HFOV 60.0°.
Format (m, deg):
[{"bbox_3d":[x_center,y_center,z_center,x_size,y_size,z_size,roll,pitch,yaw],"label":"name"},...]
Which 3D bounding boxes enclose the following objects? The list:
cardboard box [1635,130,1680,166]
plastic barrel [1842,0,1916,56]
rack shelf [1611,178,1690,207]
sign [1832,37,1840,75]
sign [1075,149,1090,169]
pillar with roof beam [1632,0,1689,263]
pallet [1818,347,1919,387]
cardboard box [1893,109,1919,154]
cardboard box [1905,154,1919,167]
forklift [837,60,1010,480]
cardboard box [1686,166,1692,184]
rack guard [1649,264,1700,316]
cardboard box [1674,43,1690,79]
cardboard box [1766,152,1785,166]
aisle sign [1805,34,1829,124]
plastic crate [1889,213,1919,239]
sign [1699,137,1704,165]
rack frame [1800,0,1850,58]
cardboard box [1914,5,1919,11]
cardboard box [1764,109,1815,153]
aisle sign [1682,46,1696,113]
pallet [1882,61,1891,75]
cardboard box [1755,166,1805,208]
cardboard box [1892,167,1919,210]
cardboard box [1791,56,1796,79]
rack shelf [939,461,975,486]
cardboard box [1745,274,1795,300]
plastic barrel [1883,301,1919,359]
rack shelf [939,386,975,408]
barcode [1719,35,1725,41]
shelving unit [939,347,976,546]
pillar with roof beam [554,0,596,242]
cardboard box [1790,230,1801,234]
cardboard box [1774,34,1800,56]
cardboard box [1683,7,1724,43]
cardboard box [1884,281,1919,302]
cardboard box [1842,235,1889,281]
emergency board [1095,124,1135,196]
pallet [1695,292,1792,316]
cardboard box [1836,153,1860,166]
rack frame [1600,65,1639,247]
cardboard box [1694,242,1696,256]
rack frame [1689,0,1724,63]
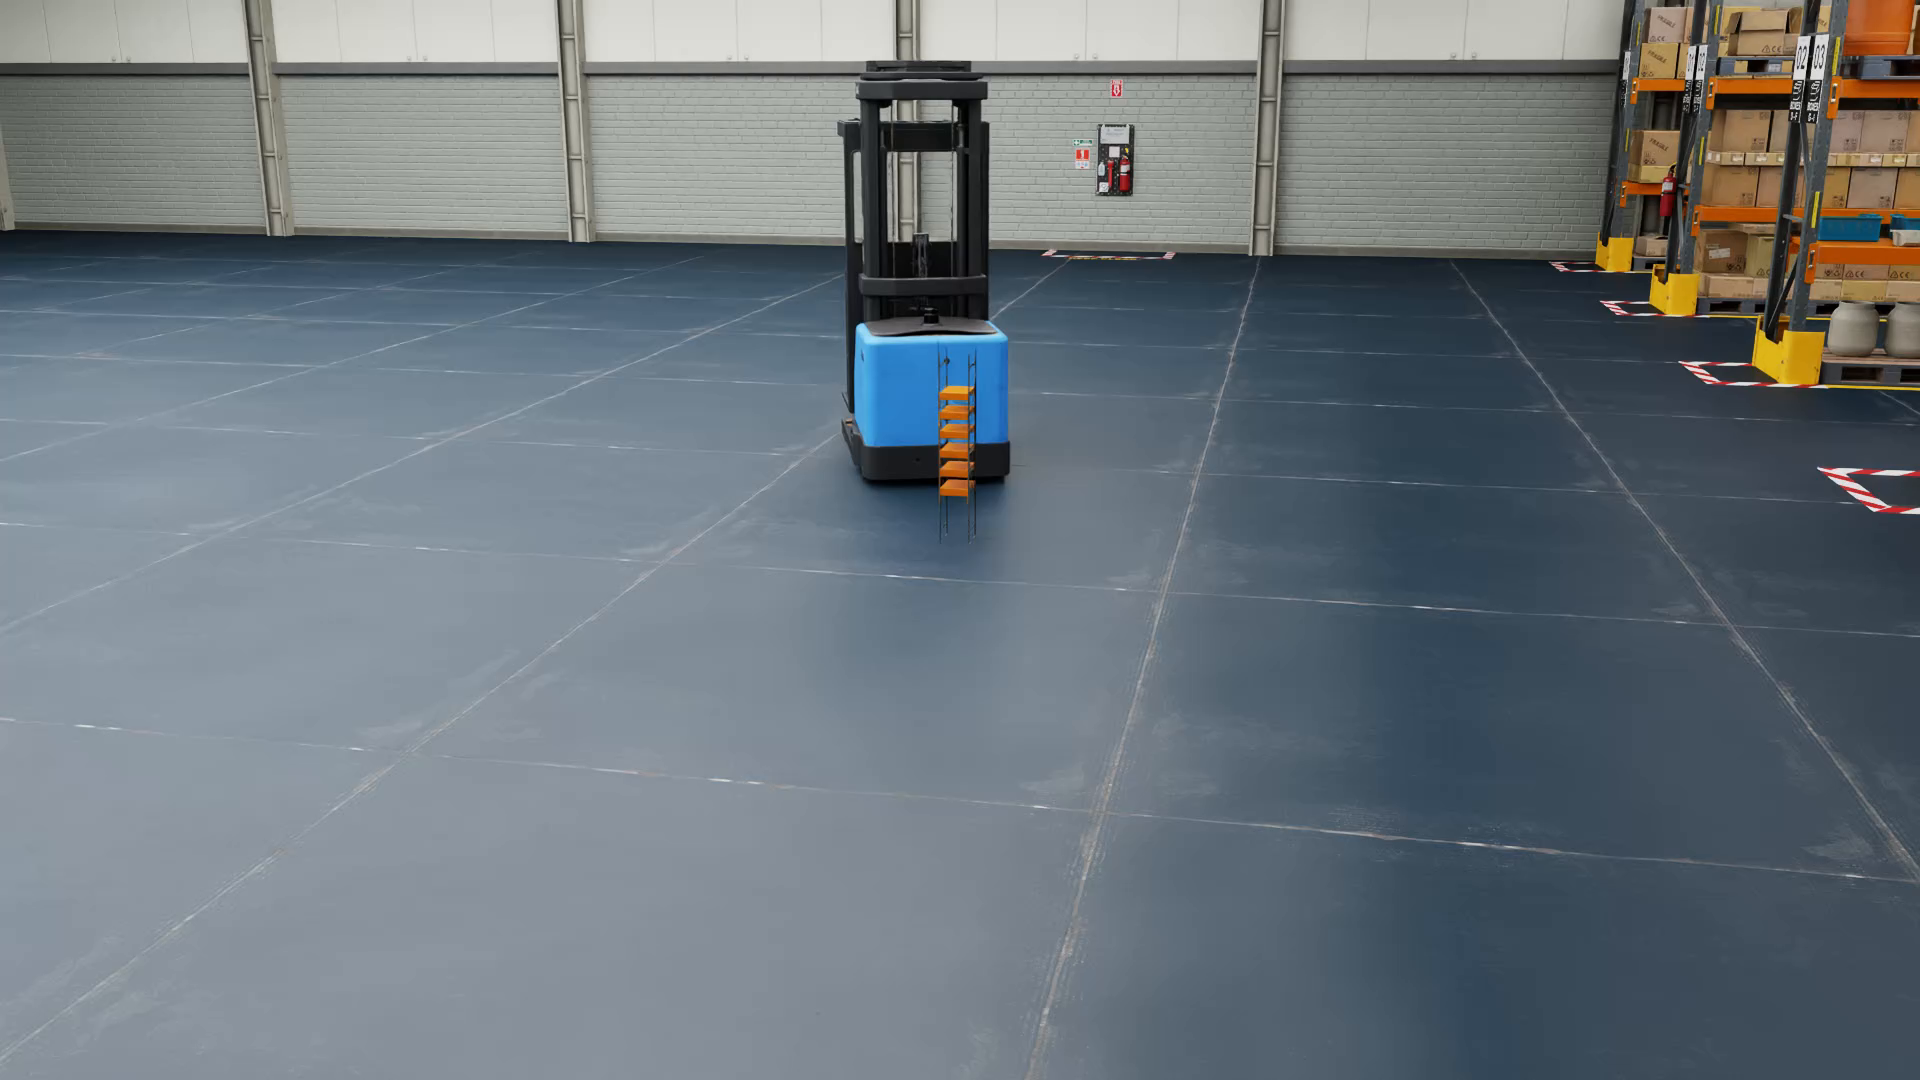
[{"bbox_3d":[10.416,-5.856,24.851,0.500,0.500,0.500,3,16,11],"label":"cardboard box"},{"bbox_3d":[8.535,-4.932,15.466,0.708,0.830,0.600,3,16,11],"label":"plastic barrel"},{"bbox_3d":[11.968,-5.208,25.021,4.000,0.370,1.077,3,16,11],"label":"rack shelf"},{"bbox_3d":[7.920,-4.375,15.033,0.005,0.325,0.100,3,16,11],"label":"sign"},{"bbox_3d":[2.051,-6.384,27.854,0.234,0.329,0.001,3,16,11],"label":"sign"},{"bbox_3d":[10.008,-7.615,21.126,0.400,9.000,9.100,3,16,11],"label":"pillar with roof beam"},{"bbox_3d":[8.913,-1.689,16.194,1.213,0.211,1.003,3,16,11],"label":"pallet"},{"bbox_3d":[11.522,-4.901,19.948,0.500,0.500,0.700,3,16,11],"label":"cardboard box"},{"bbox_3d":[11.391,-4.539,19.858,0.250,0.149,0.380,4,16,13],"label":"cardboard box"},{"bbox_3d":[-0.359,-2.182,12.879,1.130,2.935,3.031,-2,16,-8],"label":"forklift"},{"bbox_3d":[10.935,-5.465,24.847,0.500,0.250,0.500,3,16,9],"label":"cardboard box"},{"bbox_3d":[9.001,-3.162,20.969,0.348,0.500,1.175,3,16,11],"label":"rack guard"},{"bbox_3d":[10.805,-7.043,24.456,0.500,0.500,0.500,4,16,15],"label":"cardboard box"},{"bbox_3d":[9.870,-4.622,20.155,0.250,0.149,0.380,3,16,11],"label":"cardboard box"},{"bbox_3d":[7.905,-4.249,15.344,0.004,0.787,0.394,3,16,11],"label":"aisle sign"},{"bbox_3d":[9.219,-3.013,16.030,0.408,0.251,0.499,3,16,11],"label":"plastic crate"},{"bbox_3d":[8.908,-4.675,19.981,0.005,0.325,0.100,3,16,11],"label":"sign"},{"bbox_3d":[8.034,-5.960,15.153,0.127,3.000,1.000,3,16,11],"label":"rack frame"},{"bbox_3d":[13.383,-7.389,23.831,0.500,0.500,0.500,2,16,6],"label":"cardboard box"},{"bbox_3d":[10.048,-4.981,20.236,0.500,0.500,0.700,3,16,10],"label":"cardboard box"},{"bbox_3d":[9.019,-5.698,20.574,0.004,0.787,0.394,3,16,11],"label":"aisle sign"},{"bbox_3d":[10.911,-5.659,19.850,1.213,0.211,1.003,3,16,11],"label":"pallet"},{"bbox_3d":[9.995,-4.358,20.419,0.500,0.500,0.700,4,16,13],"label":"cardboard box"},{"bbox_3d":[11.499,-4.276,20.124,0.500,0.500,0.700,3,16,12],"label":"cardboard box"},{"bbox_3d":[12.340,-6.964,24.168,0.500,0.500,0.500,2,16,9],"label":"cardboard box"},{"bbox_3d":[-0.014,-0.421,10.379,0.180,0.103,0.258,3,16,11],"label":"rack shelf"},{"bbox_3d":[9.996,-3.130,20.536,0.500,0.250,0.500,3,16,11],"label":"cardboard box"},{"bbox_3d":[9.185,-2.031,16.079,0.421,0.512,0.421,0,15,0],"label":"plastic barrel"},{"bbox_3d":[-0.014,-0.883,10.250,0.180,0.103,0.258,3,16,11],"label":"rack shelf"},{"bbox_3d":[9.416,-6.200,20.550,0.075,0.075,0.001,3,16,11],"label":"barcode"},{"bbox_3d":[-0.014,-0.579,10.335,0.189,1.200,0.258,3,16,11],"label":"shelving unit"},{"bbox_3d":[-7.630,-8.572,24.582,0.400,9.000,9.100,3,16,11],"label":"pillar with roof beam"},{"bbox_3d":[10.592,-3.604,20.841,0.500,0.500,0.500,3,16,11],"label":"cardboard box"},{"bbox_3d":[10.206,-6.016,20.203,0.500,0.250,0.500,3,16,11],"label":"cardboard box"},{"bbox_3d":[10.819,-7.522,24.312,0.500,0.500,0.500,3,16,10],"label":"cardboard box"},{"bbox_3d":[11.465,-3.049,20.244,0.500,0.250,0.500,3,16,11],"label":"cardboard box"},{"bbox_3d":[10.975,-3.436,20.238,0.500,0.500,0.500,3,16,11],"label":"cardboard box"},{"bbox_3d":[2.573,-6.311,27.655,0.643,1.169,0.194,3,16,11],"label":"emergency board"},{"bbox_3d":[9.782,-2.991,20.895,1.213,0.211,1.003,3,16,11],"label":"pallet"},{"bbox_3d":[10.629,-4.580,20.006,0.250,0.149,0.380,3,16,10],"label":"cardboard box"},{"bbox_3d":[10.008,-5.661,25.309,0.127,3.000,1.000,3,16,11],"label":"rack frame"},{"bbox_3d":[11.227,-4.487,25.282,0.500,0.311,0.500,4,16,16],"label":"cardboard box"},{"bbox_3d":[9.025,-7.256,19.830,0.127,3.000,1.000,3,16,11],"label":"rack frame"}]
